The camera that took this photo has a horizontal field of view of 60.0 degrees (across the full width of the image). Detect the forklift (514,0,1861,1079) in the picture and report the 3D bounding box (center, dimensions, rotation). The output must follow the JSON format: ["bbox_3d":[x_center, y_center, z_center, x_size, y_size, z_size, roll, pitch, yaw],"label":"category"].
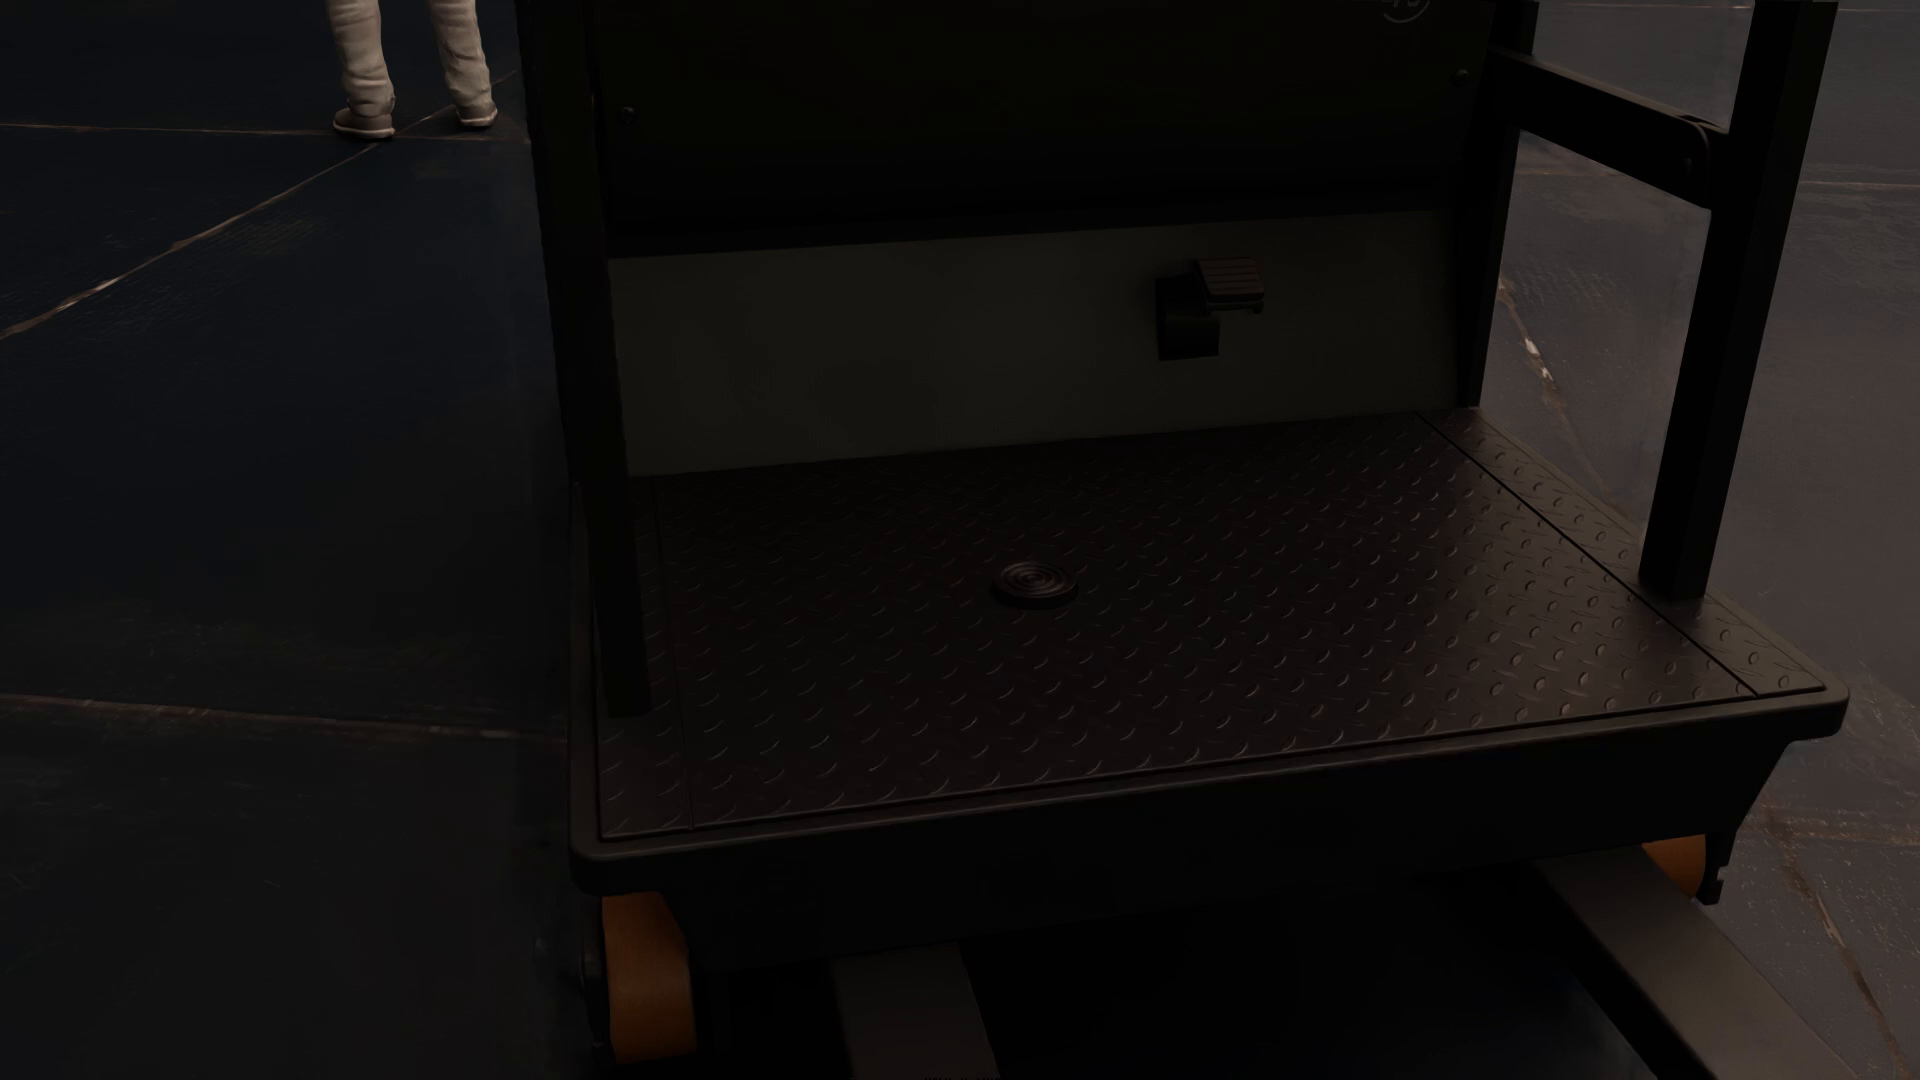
[{"bbox_3d":[0.145,-1.013,1.248,1.130,2.935,3.031,-5,27,-11],"label":"forklift"}]

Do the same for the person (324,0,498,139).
[{"bbox_3d":[-1.625,-1.970,4.588,0.544,1.665,0.469,-15,30,-28],"label":"person"}]
